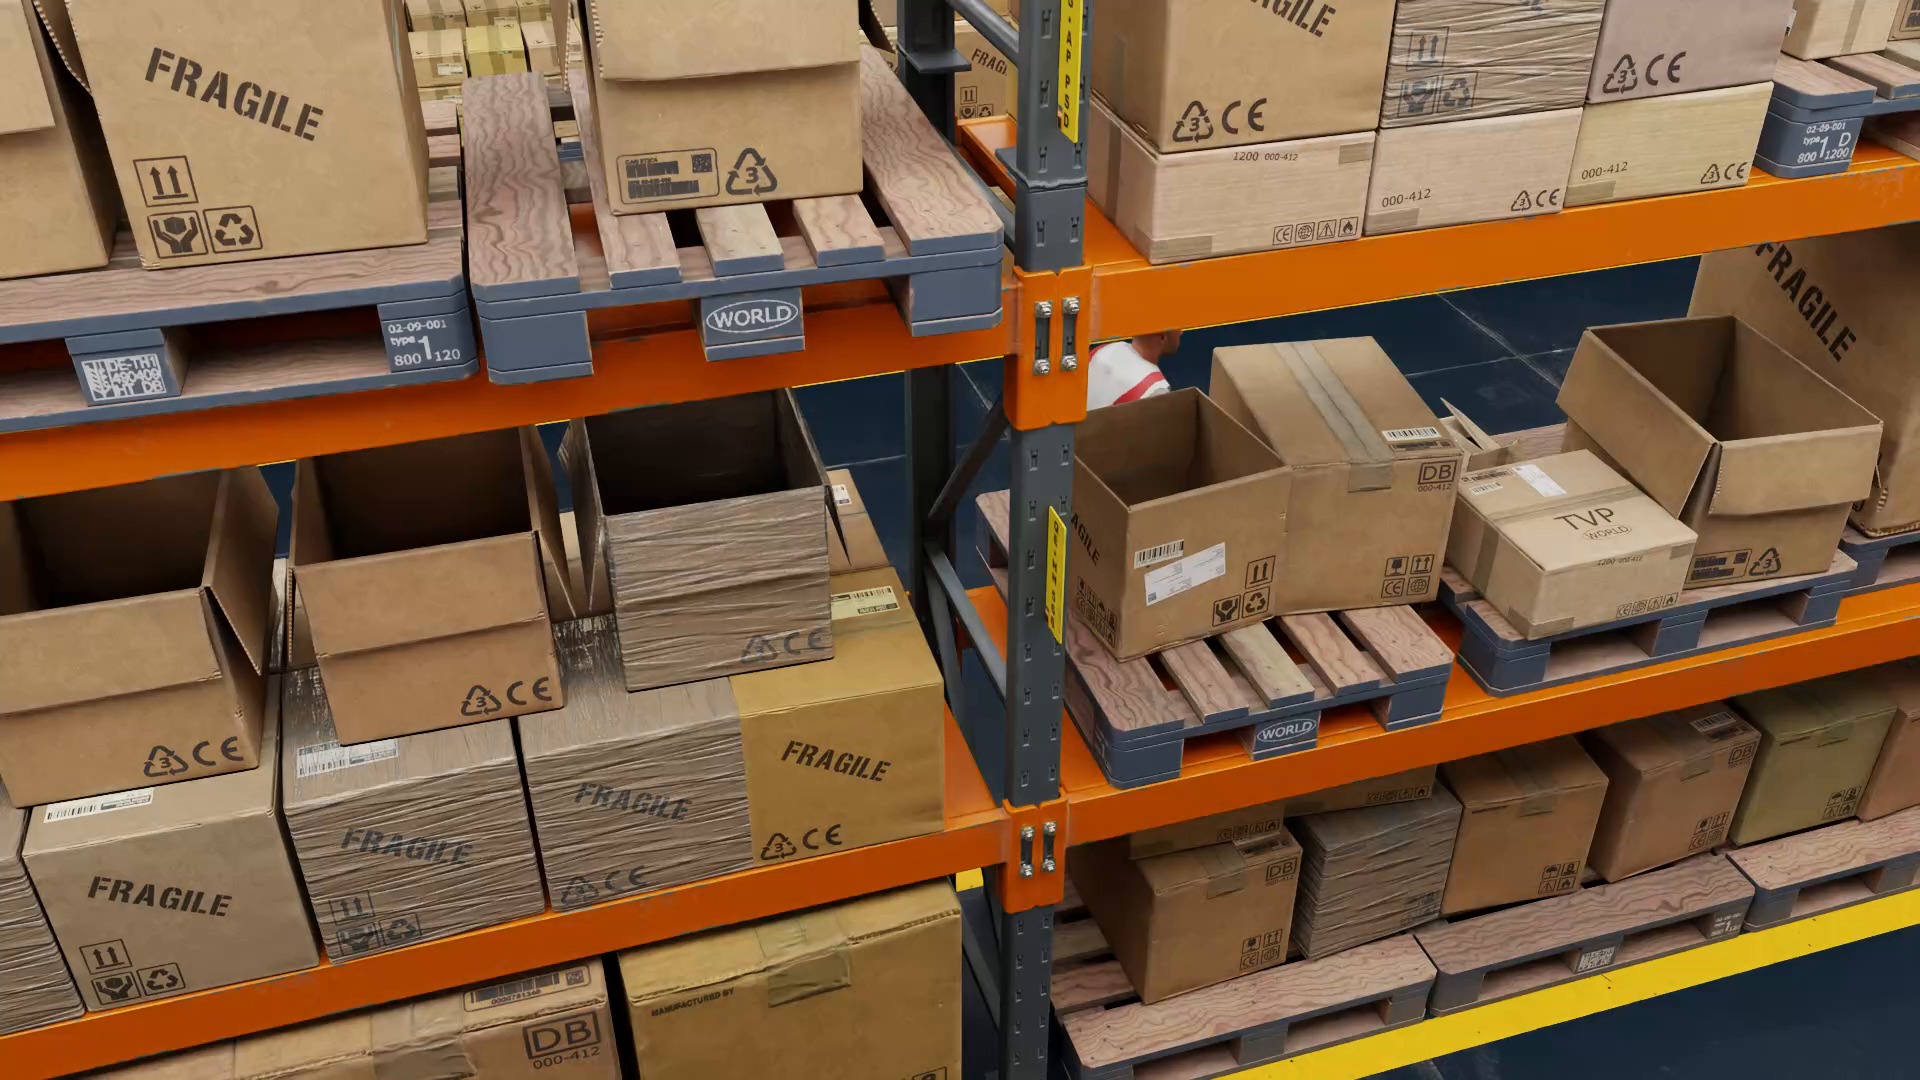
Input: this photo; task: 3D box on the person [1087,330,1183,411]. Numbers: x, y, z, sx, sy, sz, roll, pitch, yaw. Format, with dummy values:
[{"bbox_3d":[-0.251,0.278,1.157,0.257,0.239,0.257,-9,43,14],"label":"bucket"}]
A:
[{"bbox_3d":[0.657,-0.143,6.344,0.450,1.778,0.597,-11,35,-17],"label":"person"}]
